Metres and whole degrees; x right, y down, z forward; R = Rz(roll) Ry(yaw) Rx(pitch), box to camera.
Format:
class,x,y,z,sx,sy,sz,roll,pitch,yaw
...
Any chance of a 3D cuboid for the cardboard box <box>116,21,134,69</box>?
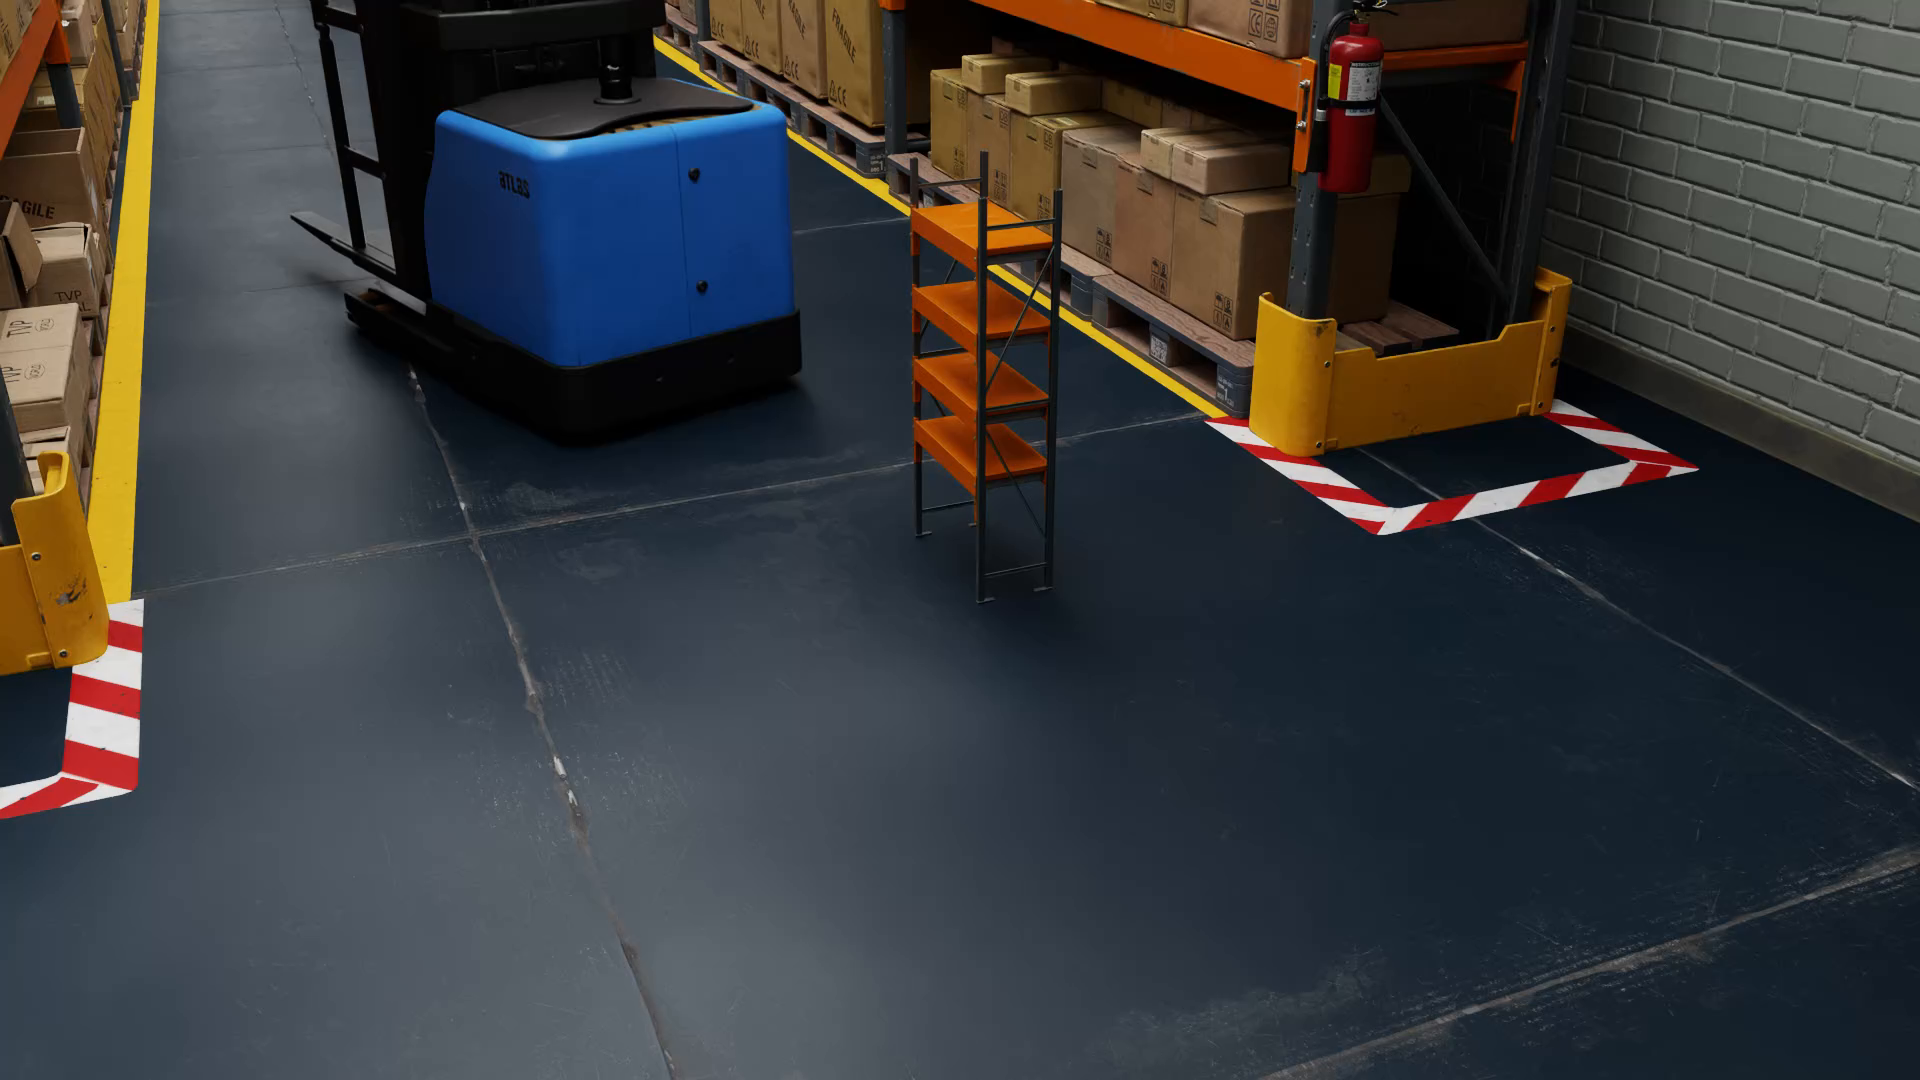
class,x,y,z,sx,sy,sz,roll,pitch,yaw
cardboard box,-5.993,-3.401,11.452,0.500,0.250,0.500,-11,28,-21

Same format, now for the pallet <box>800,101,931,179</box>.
class,x,y,z,sx,sy,sz,roll,pitch,yaw
pallet,-0.307,-2.469,10.067,1.003,0.211,1.213,-11,28,-21

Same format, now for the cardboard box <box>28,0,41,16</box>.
class,x,y,z,sx,sy,sz,roll,pitch,yaw
cardboard box,-3.857,-2.250,6.326,0.500,0.500,0.500,-10,28,-19

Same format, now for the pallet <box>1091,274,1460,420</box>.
class,x,y,z,sx,sy,sz,roll,pitch,yaw
pallet,1.246,-0.865,6.781,1.003,0.211,1.213,-11,28,-21

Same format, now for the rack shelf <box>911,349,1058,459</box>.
class,x,y,z,sx,sy,sz,roll,pitch,yaw
rack shelf,0.065,-0.412,4.879,0.258,0.148,0.480,-11,28,-21

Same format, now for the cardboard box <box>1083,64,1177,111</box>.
class,x,y,z,sx,sy,sz,roll,pitch,yaw
cardboard box,0.799,-2.133,7.831,0.380,0.149,0.250,-10,28,-20

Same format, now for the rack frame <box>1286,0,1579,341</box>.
class,x,y,z,sx,sy,sz,roll,pitch,yaw
rack frame,1.631,-1.809,5.536,1.000,3.000,0.127,-11,28,-21

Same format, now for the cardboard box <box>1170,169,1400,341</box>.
class,x,y,z,sx,sy,sz,roll,pitch,yaw
cardboard box,1.265,-1.140,6.536,0.700,0.500,0.500,-11,28,-21

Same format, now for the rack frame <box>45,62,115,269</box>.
class,x,y,z,sx,sy,sz,roll,pitch,yaw
rack frame,-4.492,-2.571,7.097,1.000,3.000,0.127,-11,28,-21

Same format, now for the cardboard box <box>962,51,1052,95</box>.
class,x,y,z,sx,sy,sz,roll,pitch,yaw
cardboard box,0.229,-2.291,8.156,0.380,0.149,0.250,-10,28,-19

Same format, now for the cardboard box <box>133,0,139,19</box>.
class,x,y,z,sx,sy,sz,roll,pitch,yaw
cardboard box,-6.799,-4.225,13.140,0.500,0.250,0.500,-10,28,-19

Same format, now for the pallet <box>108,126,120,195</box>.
class,x,y,z,sx,sy,sz,roll,pitch,yaw
pallet,-5.327,-2.133,9.378,1.003,0.211,1.213,-11,28,-21

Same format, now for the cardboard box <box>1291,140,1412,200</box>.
class,x,y,z,sx,sy,sz,roll,pitch,yaw
cardboard box,1.498,-1.415,6.361,0.380,0.149,0.250,-10,28,-20

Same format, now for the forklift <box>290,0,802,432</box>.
class,x,y,z,sx,sy,sz,roll,pitch,yaw
forklift,-1.954,-2.266,6.550,1.130,2.935,3.031,-21,33,-36

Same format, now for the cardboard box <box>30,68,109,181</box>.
class,x,y,z,sx,sy,sz,roll,pitch,yaw
cardboard box,-4.676,-2.096,8.472,0.500,0.500,0.500,-10,28,-20

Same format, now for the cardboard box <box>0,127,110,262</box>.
class,x,y,z,sx,sy,sz,roll,pitch,yaw
cardboard box,-4.008,-1.464,7.178,0.500,0.500,0.500,-11,28,-21

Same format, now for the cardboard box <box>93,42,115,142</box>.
class,x,y,z,sx,sy,sz,roll,pitch,yaw
cardboard box,-5.063,-2.503,9.306,0.500,0.500,0.500,-12,28,-23

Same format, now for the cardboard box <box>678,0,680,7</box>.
class,x,y,z,sx,sy,sz,roll,pitch,yaw
cardboard box,-1.926,-4.623,13.646,0.700,0.500,0.500,-11,28,-21

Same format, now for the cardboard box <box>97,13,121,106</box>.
class,x,y,z,sx,sy,sz,roll,pitch,yaw
cardboard box,-5.476,-2.923,10.166,0.500,0.500,0.500,-9,28,-19

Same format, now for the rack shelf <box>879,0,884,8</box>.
class,x,y,z,sx,sy,sz,roll,pitch,yaw
rack shelf,-0.719,-3.908,10.655,1.077,0.370,4.000,-11,28,-21

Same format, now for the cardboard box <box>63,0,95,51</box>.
class,x,y,z,sx,sy,sz,roll,pitch,yaw
cardboard box,-5.046,-2.826,9.112,0.500,0.250,0.500,-11,28,-22

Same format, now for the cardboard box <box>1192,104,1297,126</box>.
class,x,y,z,sx,sy,sz,roll,pitch,yaw
cardboard box,1.201,-1.721,6.986,0.380,0.149,0.250,-10,28,-20

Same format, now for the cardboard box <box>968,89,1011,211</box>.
class,x,y,z,sx,sy,sz,roll,pitch,yaw
cardboard box,0.457,-1.966,8.229,0.700,0.500,0.500,-11,28,-21

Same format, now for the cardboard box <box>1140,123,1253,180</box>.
class,x,y,z,sx,sy,sz,roll,pitch,yaw
cardboard box,0.946,-1.555,6.647,0.380,0.149,0.250,-10,28,-19

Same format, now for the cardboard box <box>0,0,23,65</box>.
class,x,y,z,sx,sy,sz,roll,pitch,yaw
cardboard box,-3.452,-1.838,5.482,0.500,0.500,0.500,-10,28,-20

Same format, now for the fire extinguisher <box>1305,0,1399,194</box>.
class,x,y,z,sx,sy,sz,roll,pitch,yaw
fire extinguisher,1.266,-1.466,5.348,0.296,0.674,0.183,-11,28,-21

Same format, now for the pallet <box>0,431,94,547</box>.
class,x,y,z,sx,sy,sz,roll,pitch,yaw
pallet,-3.268,-0.055,5.123,1.003,0.211,1.213,-11,28,-21

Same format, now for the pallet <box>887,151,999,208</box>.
class,x,y,z,sx,sy,sz,roll,pitch,yaw
pallet,0.290,-1.850,8.799,1.003,0.211,1.213,-11,28,-21

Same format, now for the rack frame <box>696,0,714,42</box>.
class,x,y,z,sx,sy,sz,roll,pitch,yaw
rack frame,-1.502,-5.039,12.151,1.000,3.000,0.127,-11,28,-21

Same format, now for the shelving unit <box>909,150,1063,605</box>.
class,x,y,z,sx,sy,sz,roll,pitch,yaw
shelving unit,0.065,-0.472,4.850,0.258,1.200,0.503,-11,28,-21

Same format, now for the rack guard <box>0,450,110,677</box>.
class,x,y,z,sx,sy,sz,roll,pitch,yaw
rack guard,-2.955,0.136,4.401,1.175,0.500,0.348,-11,28,-21

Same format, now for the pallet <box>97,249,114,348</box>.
class,x,y,z,sx,sy,sz,roll,pitch,yaw
pallet,-4.224,-1.040,7.141,1.003,0.211,1.213,-11,28,-21

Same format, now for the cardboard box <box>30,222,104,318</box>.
class,x,y,z,sx,sy,sz,roll,pitch,yaw
cardboard box,-3.714,-1.076,6.599,0.500,0.311,0.500,-11,28,-21

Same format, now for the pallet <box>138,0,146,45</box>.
class,x,y,z,sx,sy,sz,roll,pitch,yaw
pallet,-7.300,-4.257,13.728,1.003,0.211,1.213,-11,28,-21

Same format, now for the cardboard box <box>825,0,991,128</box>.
class,x,y,z,sx,sy,sz,roll,pitch,yaw
cardboard box,-0.310,-2.886,9.715,0.750,0.750,0.750,-10,28,-20

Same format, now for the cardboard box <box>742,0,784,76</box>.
class,x,y,z,sx,sy,sz,roll,pitch,yaw
cardboard box,-0.997,-3.587,11.149,0.750,0.750,0.750,-11,28,-21

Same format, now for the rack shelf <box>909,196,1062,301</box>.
class,x,y,z,sx,sy,sz,roll,pitch,yaw
rack shelf,0.065,-0.825,4.677,0.258,0.148,0.480,-11,28,-21

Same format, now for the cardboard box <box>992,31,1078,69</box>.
class,x,y,z,sx,sy,sz,roll,pitch,yaw
cardboard box,0.389,-2.554,8.693,0.380,0.149,0.250,-11,28,-21

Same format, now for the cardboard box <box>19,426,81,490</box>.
class,x,y,z,sx,sy,sz,roll,pitch,yaw
cardboard box,-2.871,-0.210,4.989,0.380,0.166,0.250,-11,28,-21

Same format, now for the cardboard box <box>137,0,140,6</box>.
class,x,y,z,sx,sy,sz,roll,pitch,yaw
cardboard box,-7.196,-4.636,13.982,0.500,0.250,0.500,-11,28,-21

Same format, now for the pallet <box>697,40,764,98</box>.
class,x,y,z,sx,sy,sz,roll,pitch,yaw
pallet,-1.262,-3.454,12.084,1.003,0.211,1.213,-11,28,-21

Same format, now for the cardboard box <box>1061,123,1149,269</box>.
class,x,y,z,sx,sy,sz,roll,pitch,yaw
cardboard box,0.871,-1.545,7.365,0.700,0.500,0.500,-12,28,-22

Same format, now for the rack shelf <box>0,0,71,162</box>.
class,x,y,z,sx,sy,sz,roll,pitch,yaw
rack shelf,-3.709,-1.440,5.601,1.077,0.370,4.000,-11,28,-21

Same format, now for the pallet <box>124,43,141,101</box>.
class,x,y,z,sx,sy,sz,roll,pitch,yaw
pallet,-6.345,-3.272,11.711,1.003,0.211,1.213,-11,28,-21

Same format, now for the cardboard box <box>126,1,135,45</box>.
class,x,y,z,sx,sy,sz,roll,pitch,yaw
cardboard box,-6.400,-3.812,12.295,0.500,0.250,0.500,-11,28,-22

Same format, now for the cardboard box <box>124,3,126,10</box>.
class,x,y,z,sx,sy,sz,roll,pitch,yaw
cardboard box,-6.207,-3.863,11.760,0.500,0.311,0.500,-11,28,-22

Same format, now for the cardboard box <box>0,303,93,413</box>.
class,x,y,z,sx,sy,sz,roll,pitch,yaw
cardboard box,-3.269,-0.590,5.673,0.500,0.250,0.500,-11,28,-21

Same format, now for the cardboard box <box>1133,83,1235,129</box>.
class,x,y,z,sx,sy,sz,roll,pitch,yaw
cardboard box,1.000,-1.927,7.408,0.380,0.149,0.250,-10,28,-20

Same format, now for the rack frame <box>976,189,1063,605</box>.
class,x,y,z,sx,sy,sz,roll,pitch,yaw
rack frame,0.160,-0.374,4.648,0.240,1.200,0.015,-11,28,-21

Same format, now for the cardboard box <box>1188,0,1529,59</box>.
class,x,y,z,sx,sy,sz,roll,pitch,yaw
cardboard box,1.422,-2.148,5.888,0.980,0.700,0.700,-9,28,-18
